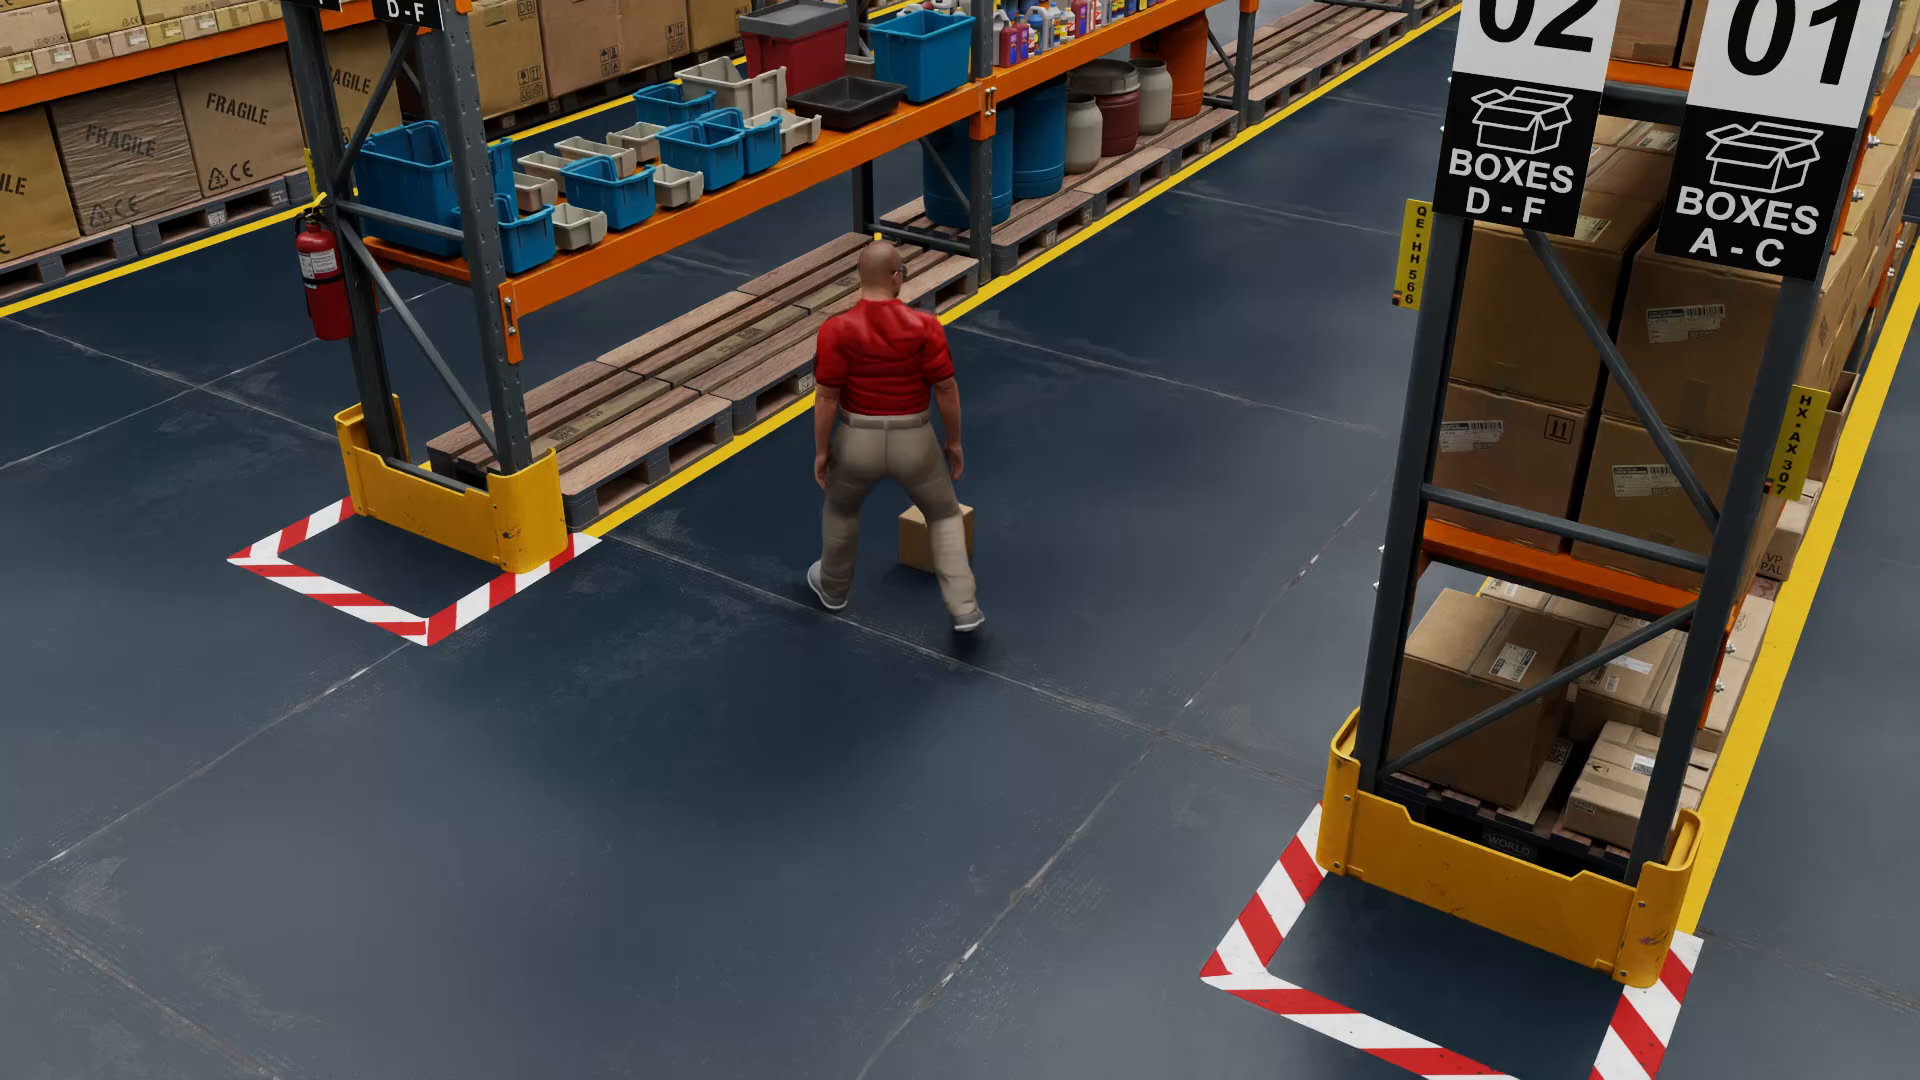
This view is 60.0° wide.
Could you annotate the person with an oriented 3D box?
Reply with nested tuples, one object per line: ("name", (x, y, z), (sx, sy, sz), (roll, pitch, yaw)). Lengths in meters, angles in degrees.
("person", (-0.287, -0.399, 6.841), (0.770, 1.700, 0.729), (-2, 30, -3))
